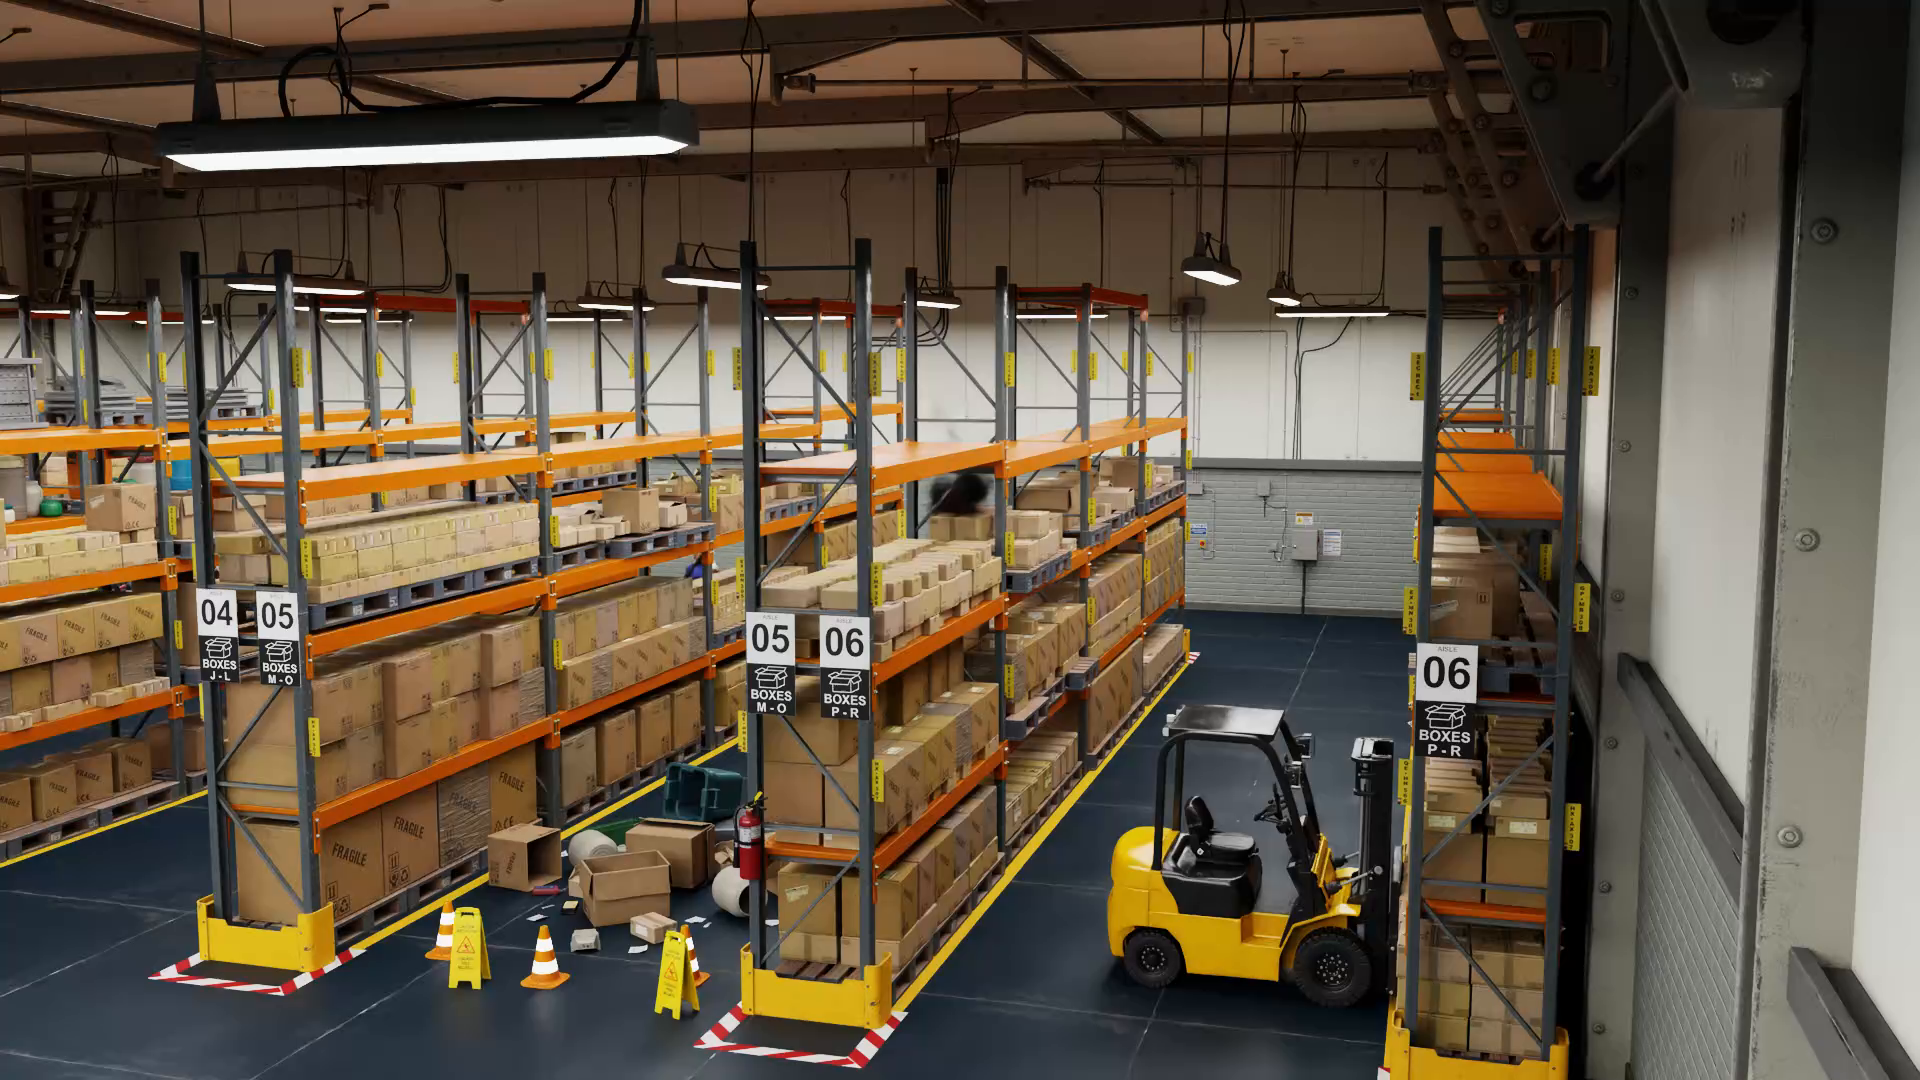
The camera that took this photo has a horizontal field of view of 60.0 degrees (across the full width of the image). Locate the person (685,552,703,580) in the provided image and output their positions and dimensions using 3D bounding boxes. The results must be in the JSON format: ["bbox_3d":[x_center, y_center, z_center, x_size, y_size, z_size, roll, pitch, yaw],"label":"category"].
[{"bbox_3d":[-4.697,0.984,30.243,0.580,1.629,0.582,-2,7,-15],"label":"person"}]

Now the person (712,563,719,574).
[{"bbox_3d":[-4.002,1.250,27.308,0.694,1.747,0.666,3,7,23],"label":"person"}]
